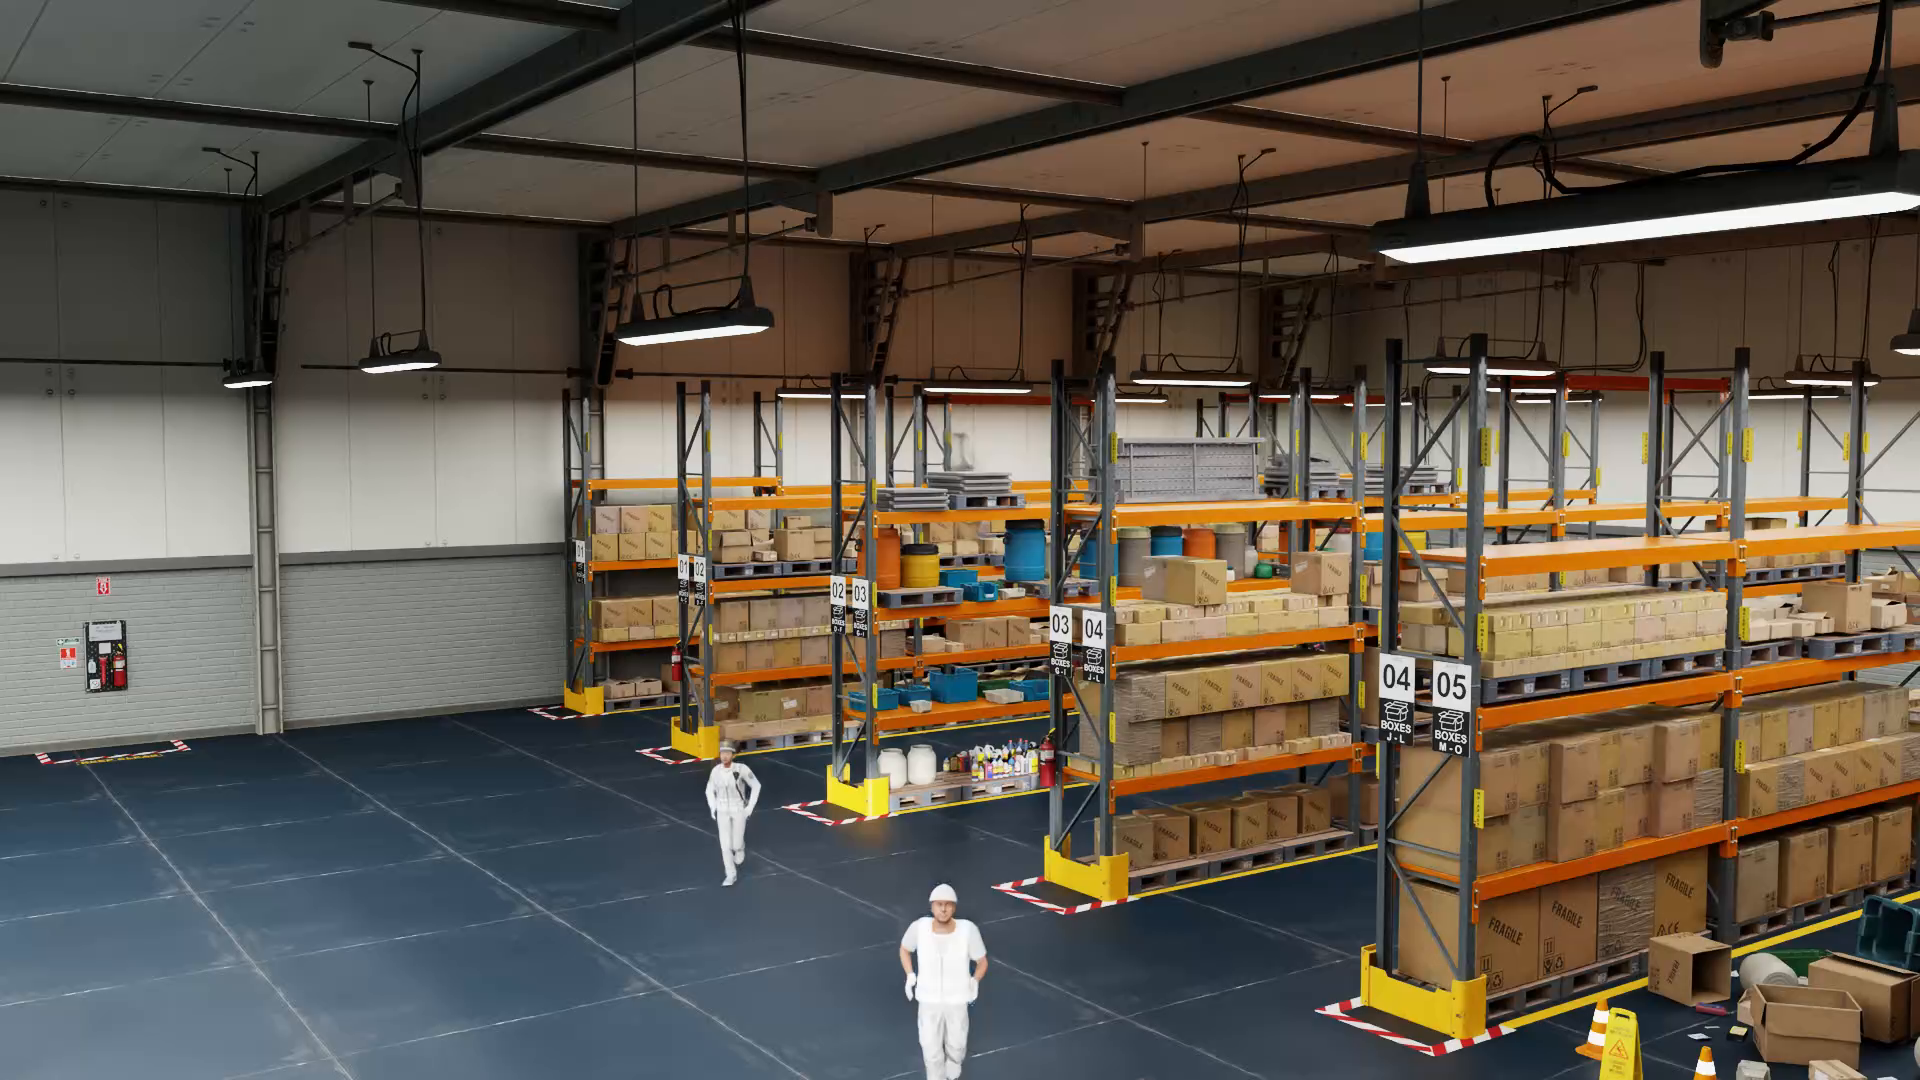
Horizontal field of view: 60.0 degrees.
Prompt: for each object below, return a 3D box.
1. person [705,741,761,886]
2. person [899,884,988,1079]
[{"bbox_3d":[-2.631,3.112,19.133,0.590,1.669,0.617,0,4,7],"label":"person"},{"bbox_3d":[-0.129,3.483,12.625,0.681,1.771,0.850,0,4,2],"label":"person"}]
